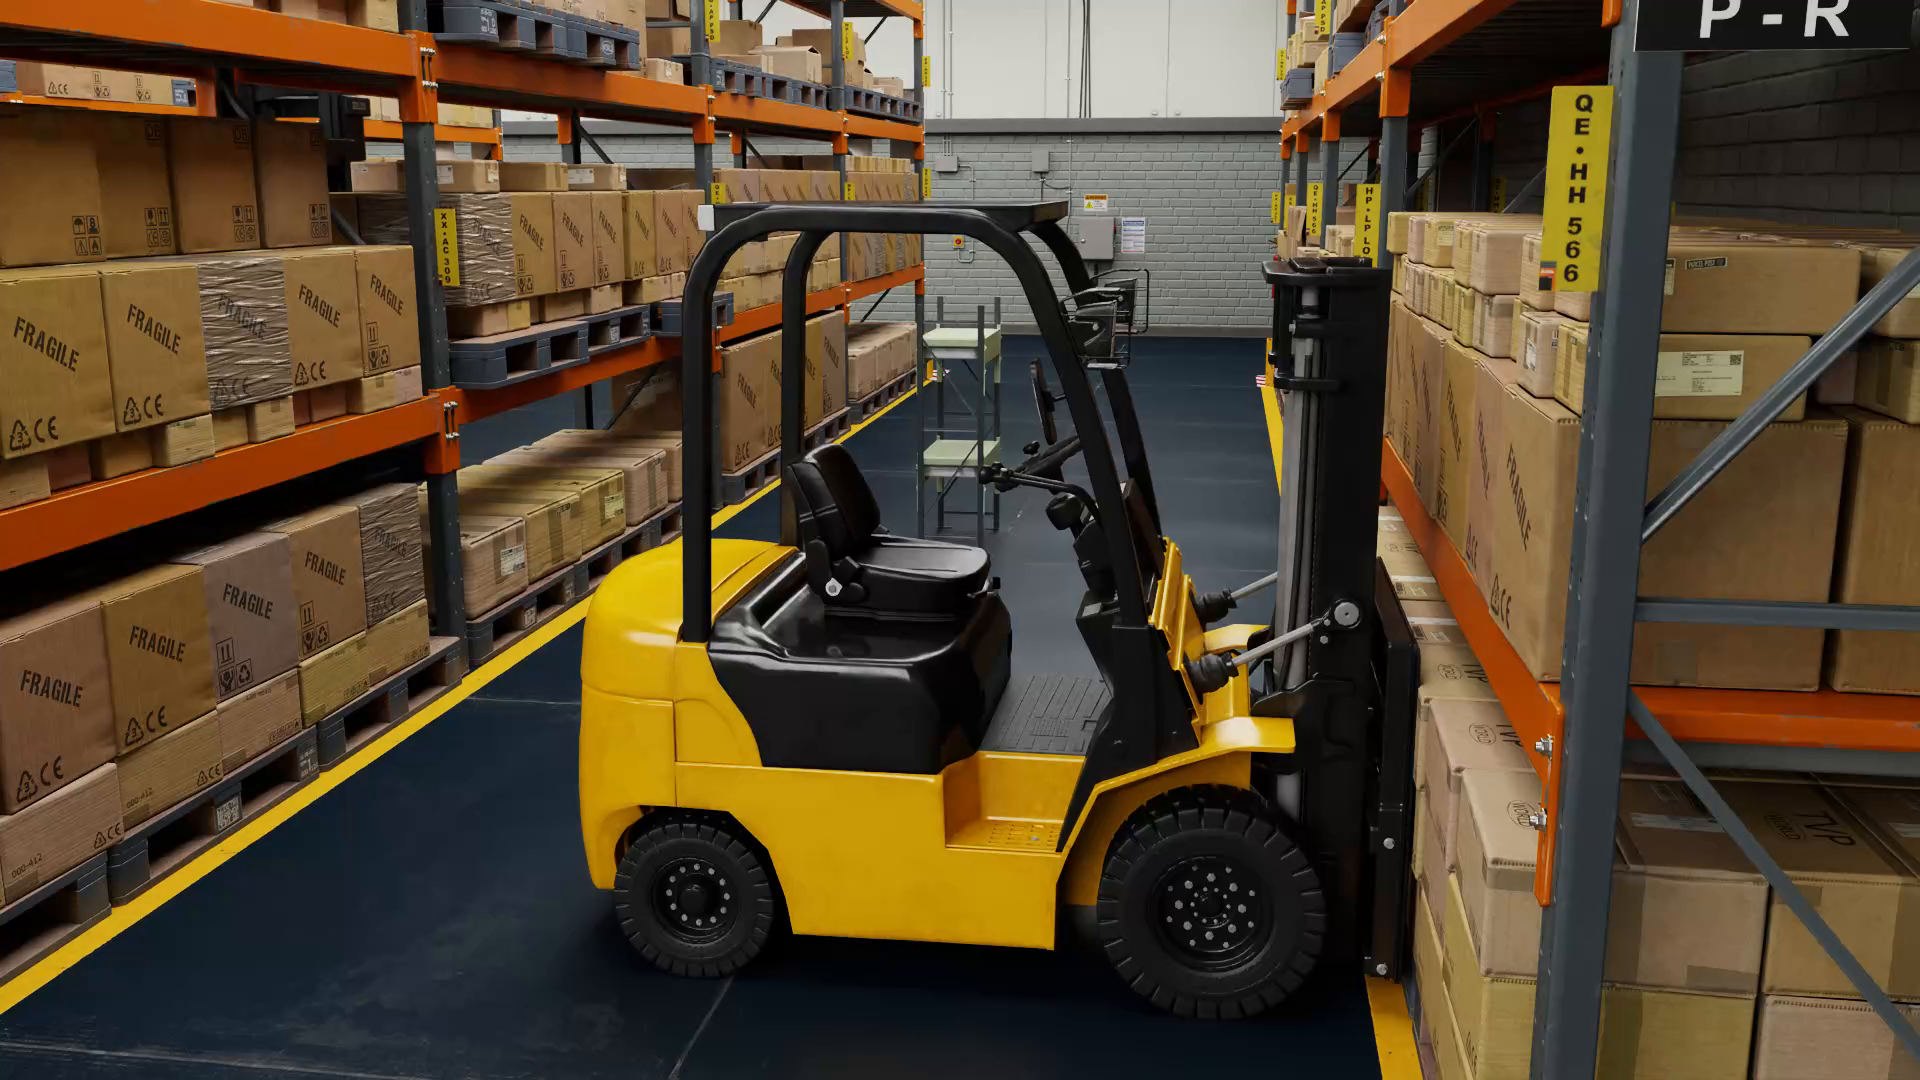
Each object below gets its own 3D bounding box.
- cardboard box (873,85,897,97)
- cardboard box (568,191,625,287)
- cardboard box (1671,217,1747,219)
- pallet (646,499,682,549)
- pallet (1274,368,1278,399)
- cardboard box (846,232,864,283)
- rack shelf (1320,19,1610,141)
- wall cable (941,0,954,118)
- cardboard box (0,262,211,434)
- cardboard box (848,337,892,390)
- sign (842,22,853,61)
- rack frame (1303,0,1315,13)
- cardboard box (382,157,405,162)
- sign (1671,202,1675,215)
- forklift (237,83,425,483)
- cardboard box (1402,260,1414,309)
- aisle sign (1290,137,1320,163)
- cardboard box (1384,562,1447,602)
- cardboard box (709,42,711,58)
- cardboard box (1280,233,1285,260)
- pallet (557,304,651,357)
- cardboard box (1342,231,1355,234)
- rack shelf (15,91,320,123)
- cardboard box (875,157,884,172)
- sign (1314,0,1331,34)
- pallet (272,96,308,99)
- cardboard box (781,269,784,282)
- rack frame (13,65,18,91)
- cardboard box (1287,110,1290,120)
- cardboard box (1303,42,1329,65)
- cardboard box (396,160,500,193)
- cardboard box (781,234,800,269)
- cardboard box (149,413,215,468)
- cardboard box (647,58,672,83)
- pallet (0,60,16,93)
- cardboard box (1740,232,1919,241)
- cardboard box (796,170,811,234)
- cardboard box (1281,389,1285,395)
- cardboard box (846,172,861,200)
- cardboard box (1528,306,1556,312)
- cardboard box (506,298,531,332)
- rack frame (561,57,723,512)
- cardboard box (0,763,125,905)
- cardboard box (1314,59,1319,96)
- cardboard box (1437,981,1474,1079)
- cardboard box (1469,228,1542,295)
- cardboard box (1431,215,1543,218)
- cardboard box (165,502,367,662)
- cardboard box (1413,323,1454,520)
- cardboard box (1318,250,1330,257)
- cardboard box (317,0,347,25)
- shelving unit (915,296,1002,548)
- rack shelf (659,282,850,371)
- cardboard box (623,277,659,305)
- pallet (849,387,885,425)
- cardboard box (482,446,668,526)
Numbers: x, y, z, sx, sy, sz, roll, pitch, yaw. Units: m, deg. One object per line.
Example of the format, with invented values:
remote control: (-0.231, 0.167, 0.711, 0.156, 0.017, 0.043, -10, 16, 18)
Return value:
cardboard box: (-0.877, -4.766, 17.729, 0.380, 0.149, 0.250, 1, 12, 4)
cardboard box: (-2.167, -1.658, 9.128, 0.500, 0.500, 0.500, 1, 12, 6)
cardboard box: (2.314, -0.971, 5.396, 0.380, 0.149, 0.250, 2, 12, 8)
pallet: (-2.264, -0.163, 10.750, 1.003, 0.211, 1.213, 2, 12, 9)
pallet: (3.860, -1.649, 17.646, 1.003, 0.211, 1.213, 2, 12, 9)
cardboard box: (-1.196, -2.660, 15.478, 0.500, 0.500, 0.500, 2, 12, 11)
rack shelf: (2.456, -2.227, 8.296, 1.077, 0.370, 4.000, 2, 12, 9)
wall cable: (-0.315, -7.480, 23.843, 0.463, 3.000, 0.029, 2, 12, 9)
cardboard box: (-2.802, -0.628, 5.343, 0.500, 0.500, 0.500, 2, 12, 7)
cardboard box: (-1.187, -1.788, 16.756, 0.875, 0.438, 0.875, 2, 12, 7)
sign: (-0.989, -4.379, 14.599, 0.100, 0.325, 0.005, 2, 12, 9)
rack frame: (3.378, -5.294, 13.700, 1.000, 3.000, 0.127, 2, 12, 9)
cardboard box: (-5.951, -3.643, 16.959, 0.500, 0.500, 0.500, 2, 12, 10)
sign: (2.697, -1.141, 6.423, 0.100, 0.325, 0.005, 2, 12, 9)
forklift: (-4.750, -1.697, 11.412, 1.130, 2.935, 3.031, 2, 12, 9)
cardboard box: (1.677, -0.847, 5.524, 0.380, 0.149, 0.250, 2, 12, 10)
aisle sign: (3.714, -4.489, 18.032, 0.394, 0.787, 0.004, 2, 12, 9)
cardboard box: (1.610, 0.254, 5.350, 0.500, 0.250, 0.500, 2, 12, 11)
cardboard box: (-2.178, -3.622, 11.825, 0.700, 0.500, 0.500, 1, 12, 6)
cardboard box: (3.505, -2.970, 16.806, 0.500, 0.250, 0.500, 2, 12, 8)
pallet: (-2.406, -1.182, 9.313, 1.003, 0.211, 1.213, 2, 12, 9)
cardboard box: (2.235, -1.569, 8.878, 0.380, 0.149, 0.250, 2, 12, 10)
rack shelf: (-6.741, -3.359, 13.549, 1.077, 0.370, 4.000, 2, 12, 9)
cardboard box: (-0.969, -3.750, 16.625, 0.380, 0.149, 0.250, 2, 12, 9)
sign: (2.227, -3.266, 10.182, 0.100, 0.325, 0.005, 2, 12, 9)
pallet: (-6.634, -3.911, 14.845, 1.213, 0.211, 1.003, 2, 12, 9)
cardboard box: (-1.598, -2.029, 13.144, 0.500, 0.250, 0.500, 2, 12, 9)
rack frame: (-7.049, -1.828, 11.858, 1.000, 3.000, 0.127, 2, 12, 9)
cardboard box: (3.383, -4.163, 16.167, 0.380, 0.149, 0.250, 2, 12, 9)
cardboard box: (2.728, -3.589, 12.271, 0.380, 0.149, 0.250, 2, 12, 10)
cardboard box: (-2.335, -1.660, 7.594, 0.380, 0.149, 0.250, 2, 12, 8)
cardboard box: (-1.560, -2.274, 13.093, 0.500, 0.250, 0.500, 2, 12, 10)
cardboard box: (-2.731, -0.338, 5.539, 0.380, 0.149, 0.250, 2, 12, 9)
cardboard box: (-2.013, -2.908, 10.344, 0.380, 0.149, 0.250, 2, 12, 9)
pallet: (-7.095, -3.067, 10.932, 1.213, 0.211, 1.003, 2, 12, 11)
cardboard box: (1.948, -0.598, 3.665, 0.380, 0.149, 0.250, 2, 12, 9)
cardboard box: (-1.517, -2.745, 13.502, 0.500, 0.500, 0.500, 2, 12, 10)
cardboard box: (3.476, -1.661, 16.016, 0.700, 0.500, 0.500, 1, 12, 7)
cardboard box: (-1.214, -3.151, 15.383, 0.500, 0.500, 0.500, 2, 12, 9)
cardboard box: (1.420, -0.417, 3.532, 0.380, 0.149, 0.250, 2, 12, 10)
cardboard box: (-2.313, -1.095, 8.056, 0.380, 0.149, 0.250, 2, 12, 10)
rack frame: (-2.142, -1.689, 11.211, 1.000, 3.000, 0.127, 2, 12, 9)
cardboard box: (-2.889, 0.850, 4.959, 0.500, 0.250, 0.500, 2, 12, 11)
cardboard box: (2.756, -3.246, 11.670, 0.500, 0.250, 0.500, 2, 12, 9)
cardboard box: (1.293, 1.167, 3.488, 0.500, 0.250, 0.500, 2, 12, 9)
cardboard box: (1.443, -0.671, 4.006, 0.380, 0.149, 0.250, 2, 12, 10)
cardboard box: (1.824, -1.040, 5.718, 0.380, 0.149, 0.250, 2, 12, 8)
cardboard box: (-2.660, 0.154, 6.411, 0.500, 0.500, 0.500, 2, 12, 10)
cardboard box: (1.583, -0.343, 4.727, 0.500, 0.500, 0.500, 2, 12, 9)
cardboard box: (2.429, -1.617, 10.044, 0.500, 0.250, 0.500, 2, 12, 9)
cardboard box: (-2.630, -2.075, 6.477, 0.380, 0.149, 0.250, 2, 12, 9)
shelving unit: (-0.001, -0.732, 10.329, 0.431, 1.500, 0.755, 2, 12, 9)
rack shelf: (-1.834, -1.754, 13.219, 1.077, 0.370, 4.000, 2, 12, 9)
cardboard box: (-1.999, -1.474, 9.812, 0.380, 0.149, 0.250, 2, 12, 10)
pallet: (-1.333, -1.314, 16.091, 1.003, 0.211, 1.213, 2, 12, 9)
cardboard box: (-2.344, -0.339, 10.186, 0.950, 0.372, 0.625, 2, 12, 8)
